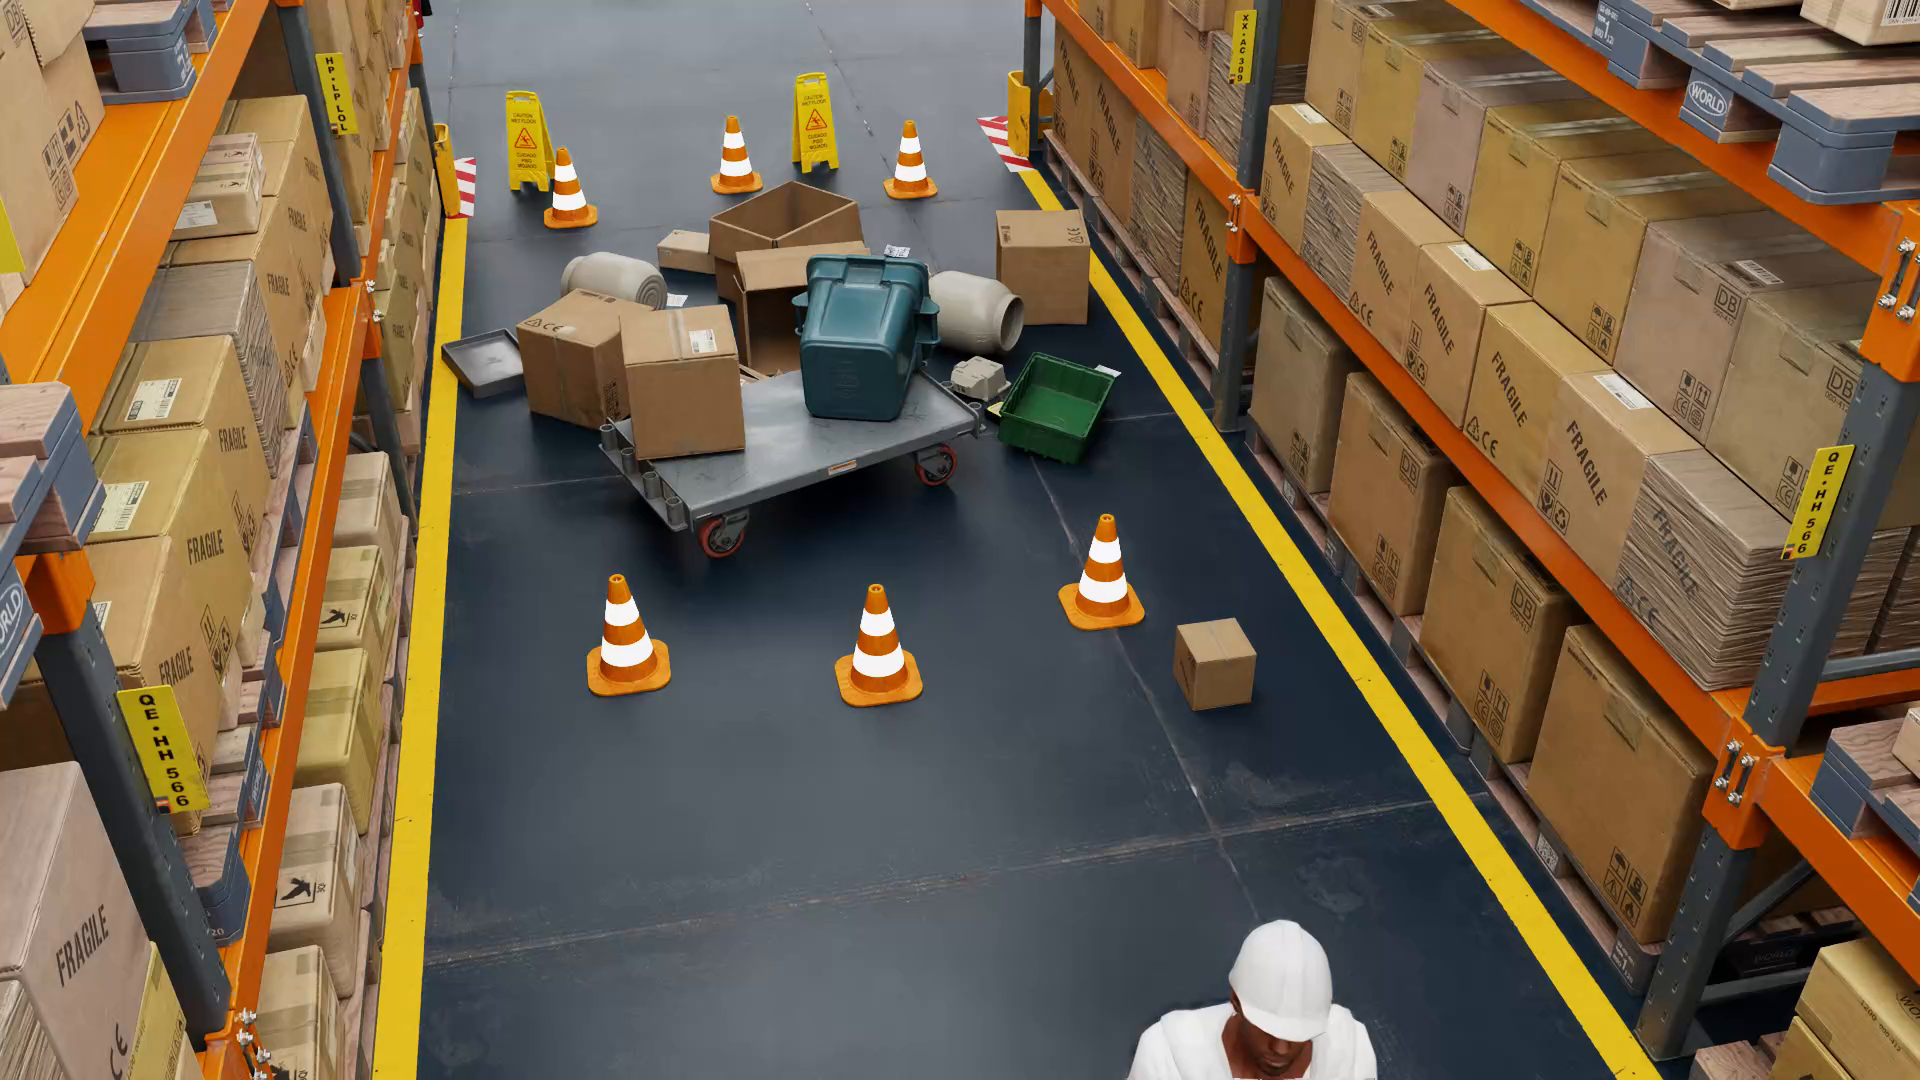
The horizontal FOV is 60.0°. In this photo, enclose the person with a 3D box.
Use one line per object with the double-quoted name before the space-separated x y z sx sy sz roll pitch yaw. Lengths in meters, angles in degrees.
"person" 0.643 1.567 3.773 0.566 1.771 0.470 -3 34 -5
